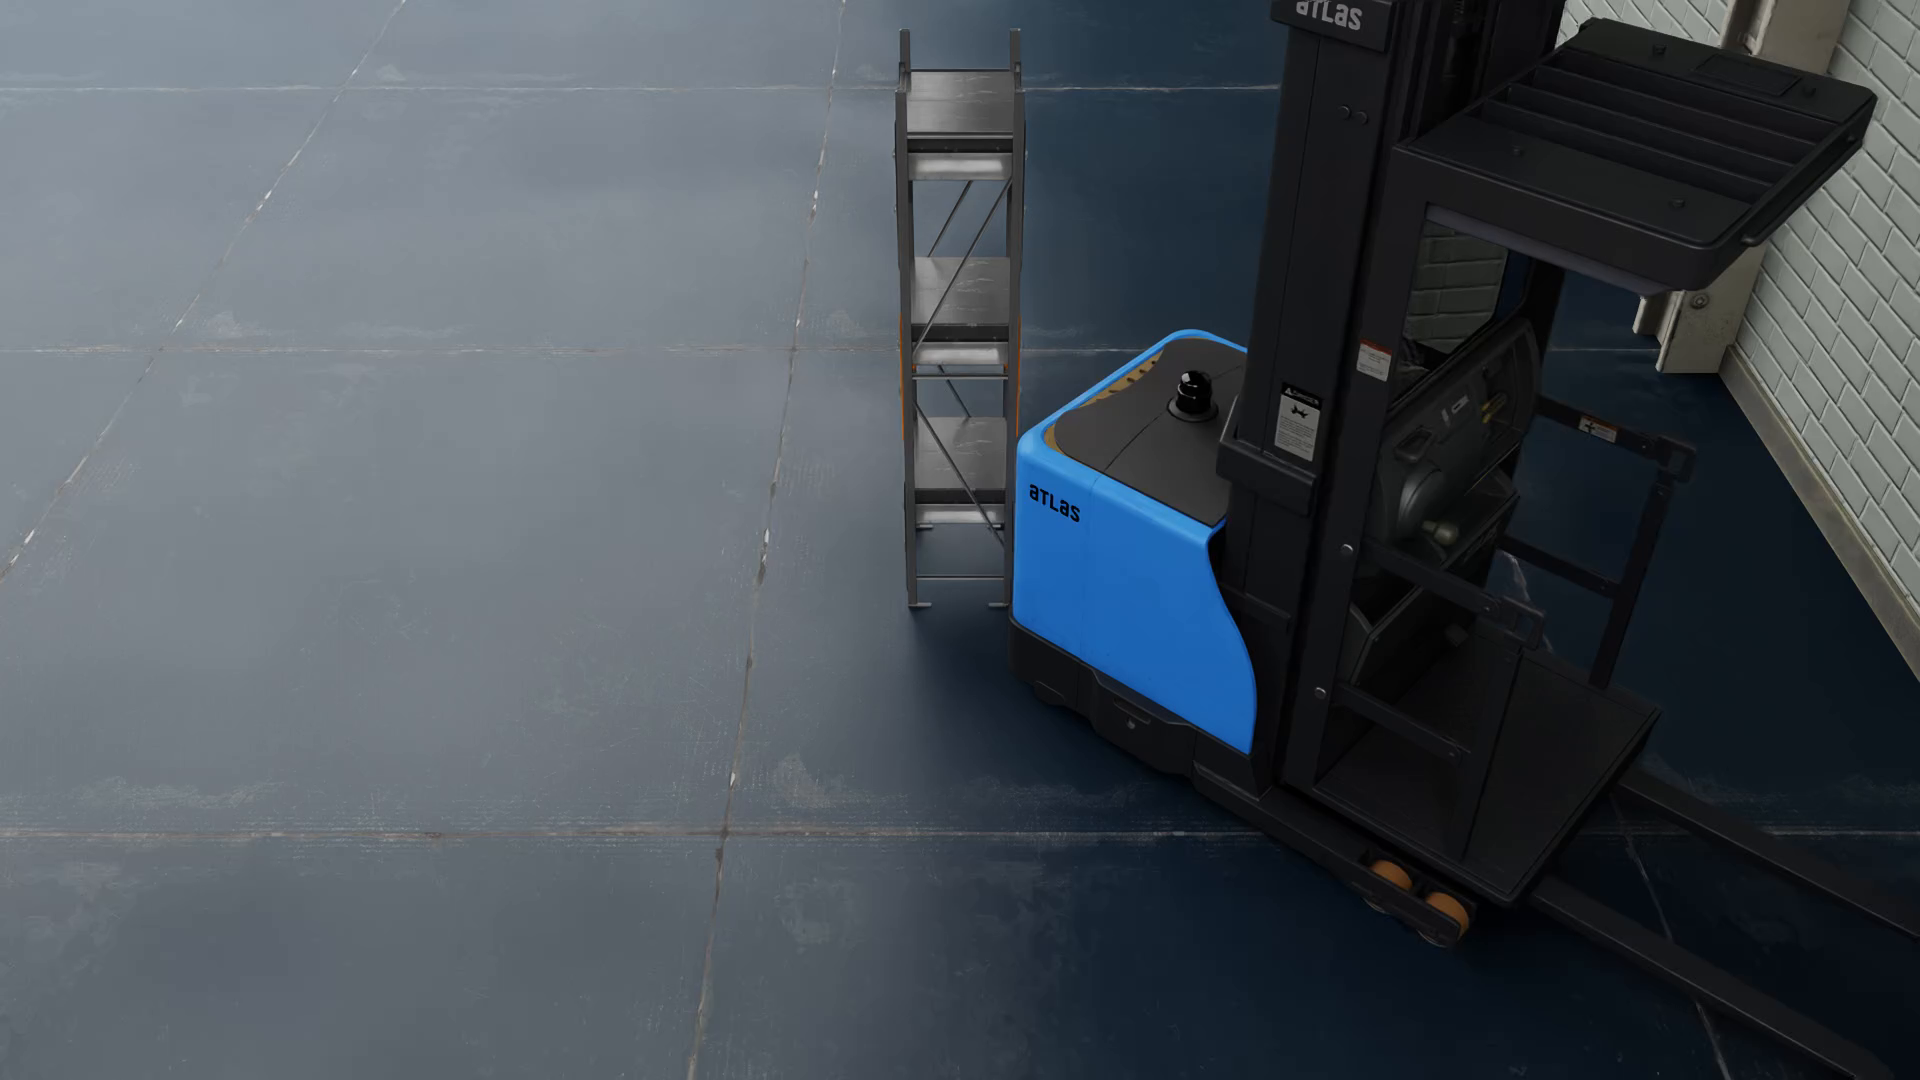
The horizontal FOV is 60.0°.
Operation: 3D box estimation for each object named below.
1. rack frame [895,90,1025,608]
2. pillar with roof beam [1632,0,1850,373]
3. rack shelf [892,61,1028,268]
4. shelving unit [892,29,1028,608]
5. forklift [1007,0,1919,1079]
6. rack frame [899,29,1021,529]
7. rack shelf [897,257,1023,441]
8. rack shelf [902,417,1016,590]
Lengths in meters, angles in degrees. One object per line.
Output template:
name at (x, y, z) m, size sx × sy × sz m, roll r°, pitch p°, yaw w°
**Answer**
rack frame at (0.000, -0.563, 5.774) m, size 0.400 × 2.100 × 0.015 m, roll 0°, pitch 39°, yaw 0°
pillar with roof beam at (-0.906, -4.410, 5.057) m, size 9.100 × 9.000 × 0.400 m, roll 0°, pitch 39°, yaw 0°
rack shelf at (0.000, -1.251, 5.535) m, size 0.431 × 0.518 × 0.480 m, roll 0°, pitch 39°, yaw 0°
shelving unit at (0.000, -0.716, 5.964) m, size 0.431 × 2.100 × 0.503 m, roll 0°, pitch 39°, yaw 0°
forklift at (1.611, -0.256, 4.726) m, size 3.031 × 2.935 × 1.130 m, roll 29°, pitch 47°, yaw 31°
rack frame at (0.000, -0.868, 6.155) m, size 0.400 × 2.100 × 0.015 m, roll 0°, pitch 39°, yaw 0°
rack shelf at (0.000, -0.705, 5.973) m, size 0.431 × 0.518 × 0.480 m, roll 0°, pitch 39°, yaw 0°
rack shelf at (0.000, -0.159, 6.410) m, size 0.431 × 0.518 × 0.480 m, roll 0°, pitch 39°, yaw 0°
